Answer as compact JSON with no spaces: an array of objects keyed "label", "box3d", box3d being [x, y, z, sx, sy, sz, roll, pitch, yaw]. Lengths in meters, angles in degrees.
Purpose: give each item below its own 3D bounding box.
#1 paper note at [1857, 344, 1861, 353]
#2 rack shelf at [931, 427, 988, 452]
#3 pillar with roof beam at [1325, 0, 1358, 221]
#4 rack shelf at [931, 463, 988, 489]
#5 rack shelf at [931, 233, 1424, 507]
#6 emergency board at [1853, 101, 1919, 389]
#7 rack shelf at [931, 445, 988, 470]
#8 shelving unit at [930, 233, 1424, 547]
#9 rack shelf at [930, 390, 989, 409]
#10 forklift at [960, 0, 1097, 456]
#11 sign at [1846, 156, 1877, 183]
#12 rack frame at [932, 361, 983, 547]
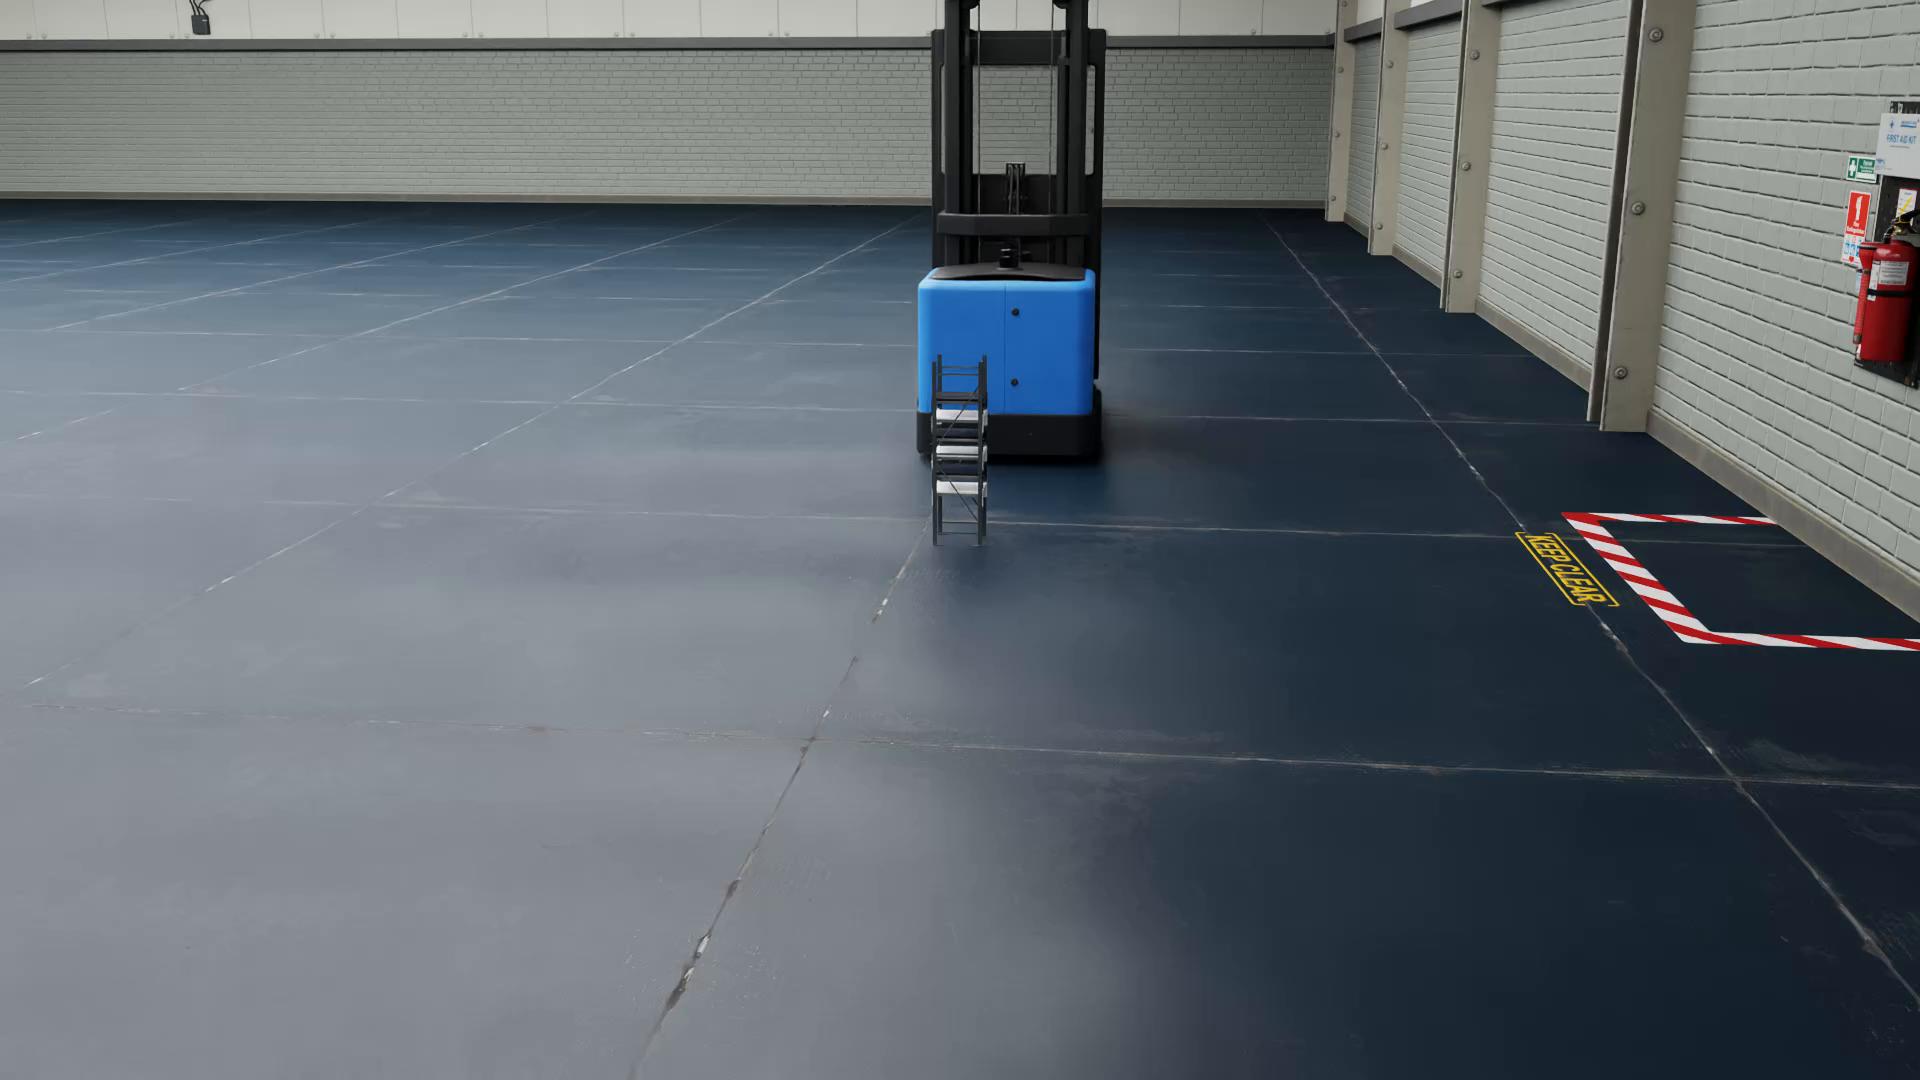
[{"label":"paper note","box3d":[4.062,-0.903,7.444,0.016,0.148,0.142,2,15,6]},{"label":"rack shelf","box3d":[-0.001,-0.487,8.022,0.258,0.077,0.200,2,15,6]},{"label":"pillar with roof beam","box3d":[2.087,-9.892,27.507,9.100,9.000,0.400,2,15,6]},{"label":"rack shelf","box3d":[-0.001,-0.313,8.069,0.258,0.077,0.200,2,15,6]},{"label":"rack shelf","box3d":[3.807,-2.417,16.573,6.000,0.275,18.464,2,15,6]},{"label":"emergency board","box3d":[3.973,-1.285,7.167,0.194,1.169,0.643,2,15,6]},{"label":"rack shelf","box3d":[-0.001,-0.400,8.046,0.258,0.077,0.200,2,15,6]},{"label":"shelving unit","box3d":[3.807,-2.718,16.489,6.000,0.900,18.469,2,15,6]},{"label":"rack shelf","box3d":[-0.001,-0.661,7.975,0.258,0.077,0.200,2,15,6]},{"label":"forklift","box3d":[0.389,-2.239,10.827,1.121,2.935,3.031,1,15,5]},{"label":"sign","box3d":[4.129,-1.697,7.609,0.001,0.109,0.331,2,15,6]},{"label":"rack frame","box3d":[-0.012,-0.406,7.939,0.240,0.900,0.006,2,15,6]}]
